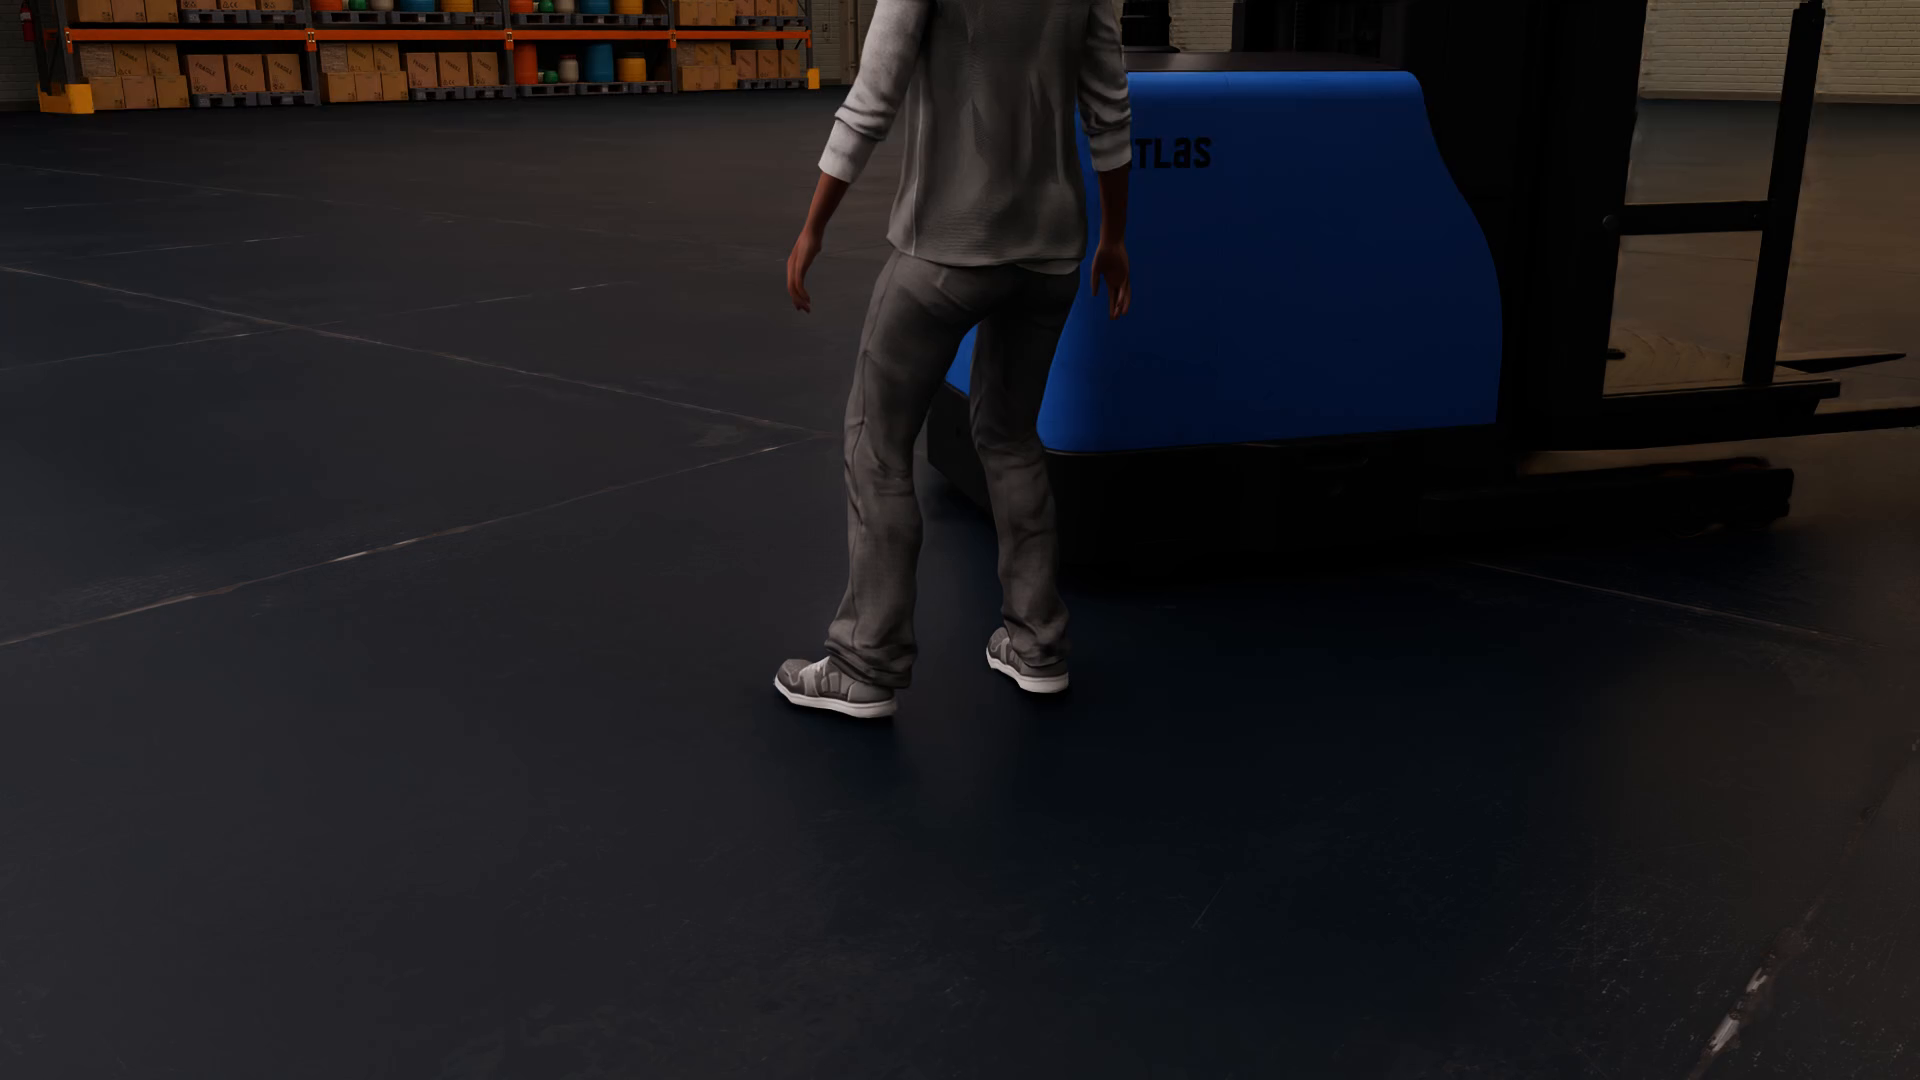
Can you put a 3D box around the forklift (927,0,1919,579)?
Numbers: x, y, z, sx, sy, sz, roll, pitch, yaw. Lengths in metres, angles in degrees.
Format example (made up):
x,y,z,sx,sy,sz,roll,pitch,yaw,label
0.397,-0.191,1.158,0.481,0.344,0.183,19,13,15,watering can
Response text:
x,y,z,sx,sy,sz,roll,pitch,yaw,label
1.489,-1.546,3.990,3.031,2.935,1.130,-5,18,-16,forklift

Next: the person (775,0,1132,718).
x,y,z,sx,sy,sz,roll,pitch,yaw,label
0.016,-0.485,2.844,0.651,1.570,0.357,-11,20,-33,person
